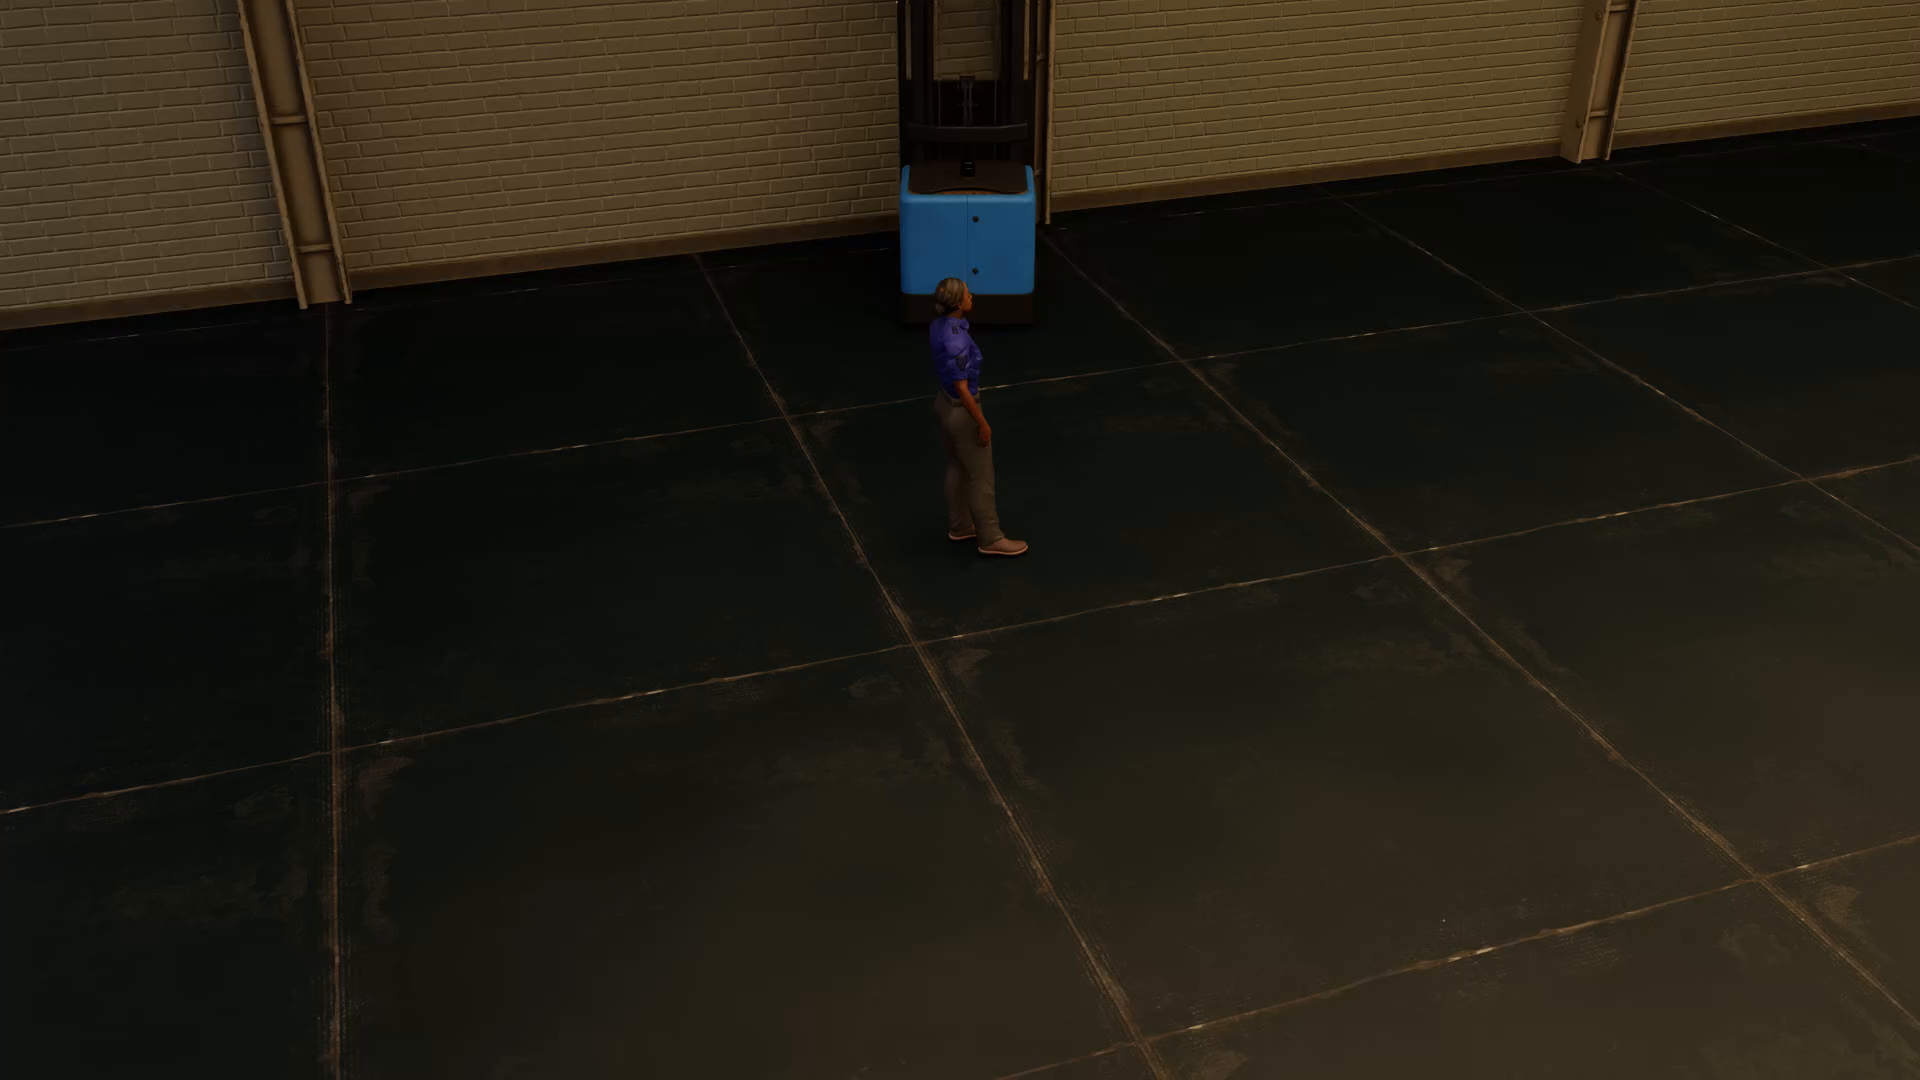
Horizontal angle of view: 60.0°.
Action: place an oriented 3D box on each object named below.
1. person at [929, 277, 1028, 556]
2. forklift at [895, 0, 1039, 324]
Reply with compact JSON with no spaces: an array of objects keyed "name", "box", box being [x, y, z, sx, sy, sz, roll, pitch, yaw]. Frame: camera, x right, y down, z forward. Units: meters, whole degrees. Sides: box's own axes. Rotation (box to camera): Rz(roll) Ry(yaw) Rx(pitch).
[{"name":"person","box":[0.090,-0.728,9.617,0.503,1.656,0.569,-10,31,-16]},{"name":"forklift","box":[0.057,-3.620,13.378,1.130,2.935,3.031,0,30,0]}]
